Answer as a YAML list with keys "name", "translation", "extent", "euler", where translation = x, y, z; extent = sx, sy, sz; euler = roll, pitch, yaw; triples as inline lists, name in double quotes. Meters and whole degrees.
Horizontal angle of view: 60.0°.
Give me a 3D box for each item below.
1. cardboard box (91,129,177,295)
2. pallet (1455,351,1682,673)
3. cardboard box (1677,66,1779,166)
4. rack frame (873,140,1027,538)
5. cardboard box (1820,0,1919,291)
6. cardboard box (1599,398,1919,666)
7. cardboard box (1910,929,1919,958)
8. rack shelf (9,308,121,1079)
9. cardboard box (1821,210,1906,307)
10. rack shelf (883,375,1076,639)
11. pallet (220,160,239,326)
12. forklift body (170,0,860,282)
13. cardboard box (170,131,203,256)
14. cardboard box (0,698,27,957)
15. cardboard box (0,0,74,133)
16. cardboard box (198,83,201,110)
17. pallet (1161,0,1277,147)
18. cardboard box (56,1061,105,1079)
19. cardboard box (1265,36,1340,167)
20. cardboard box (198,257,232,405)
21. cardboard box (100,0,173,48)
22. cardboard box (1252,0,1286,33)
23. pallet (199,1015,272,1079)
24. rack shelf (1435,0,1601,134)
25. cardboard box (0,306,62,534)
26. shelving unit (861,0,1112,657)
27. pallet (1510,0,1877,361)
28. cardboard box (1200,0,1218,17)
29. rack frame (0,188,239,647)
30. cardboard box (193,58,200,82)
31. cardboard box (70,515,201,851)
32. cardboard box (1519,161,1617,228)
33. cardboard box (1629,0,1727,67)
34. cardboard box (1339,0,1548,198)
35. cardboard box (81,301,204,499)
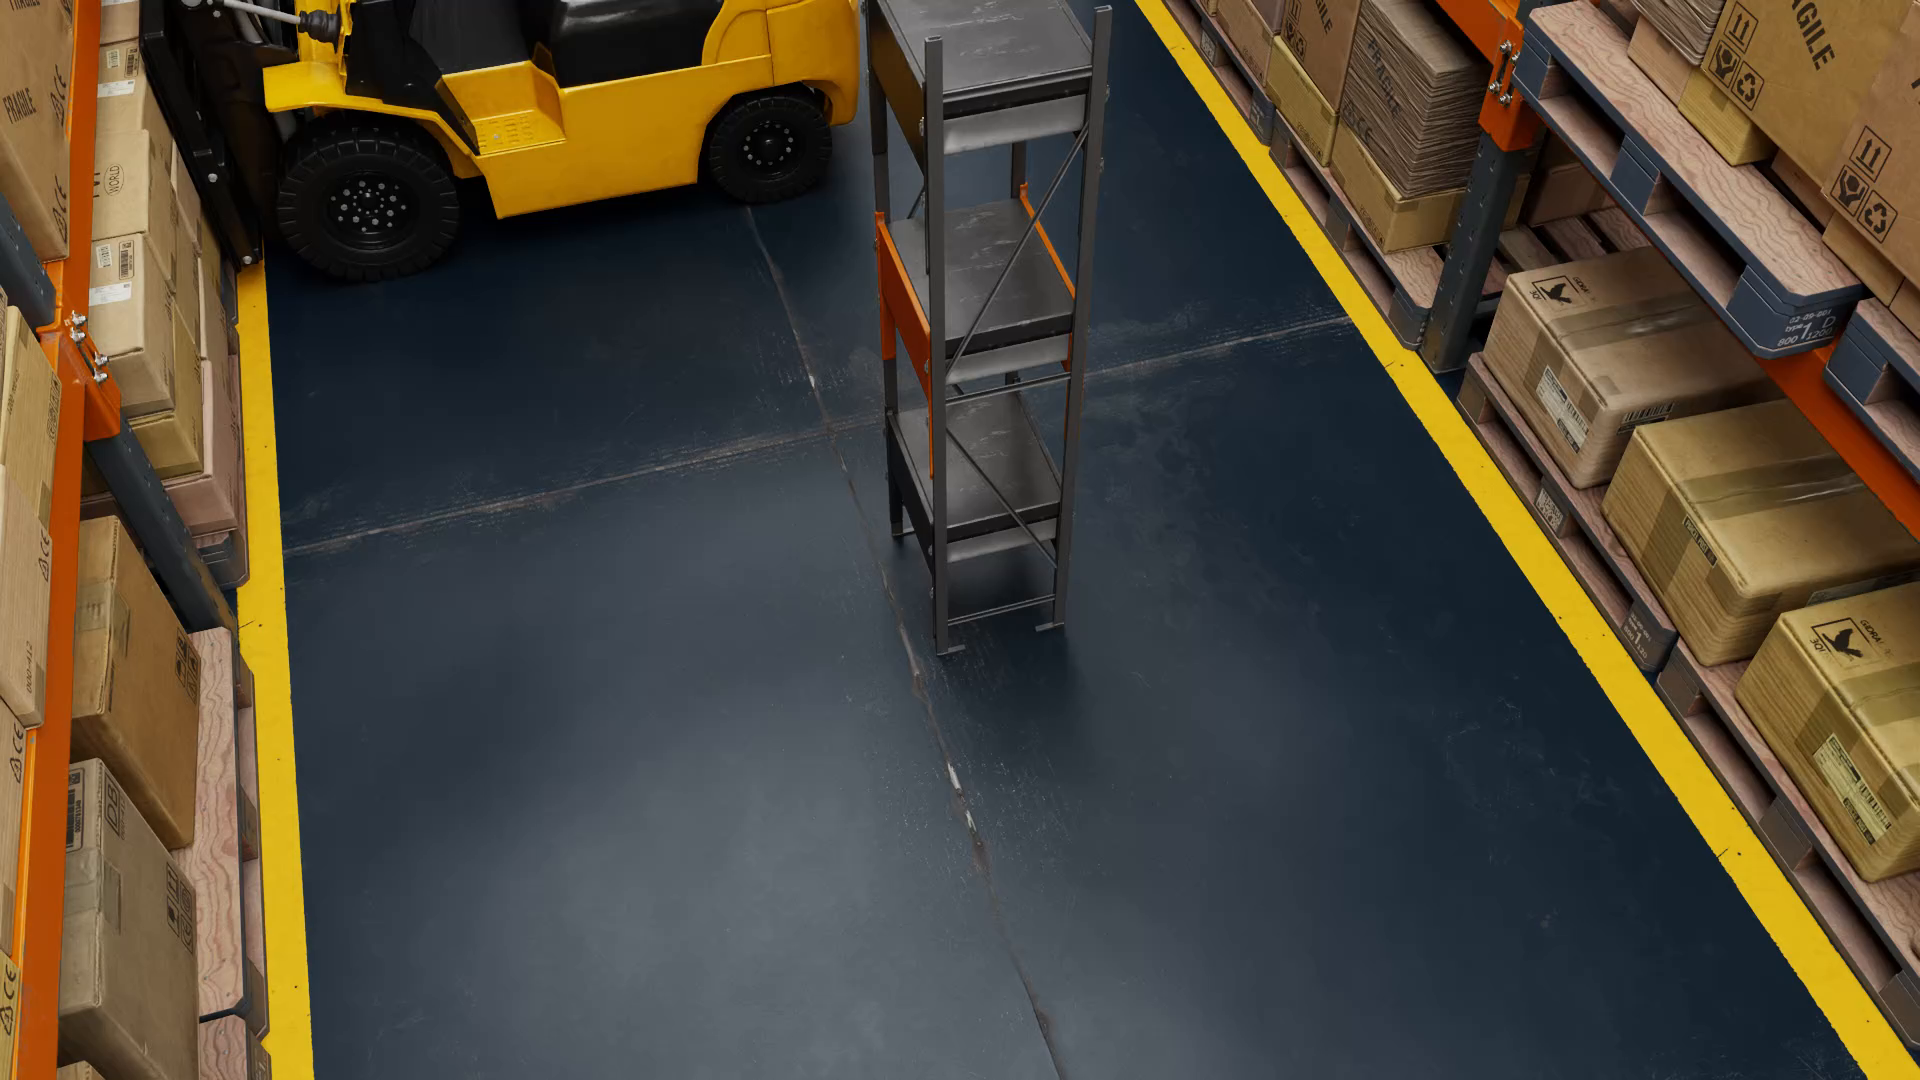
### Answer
- name: "cardboard box"
  translation: [-2.634, -0.934, 4.945]
  extent: [0.500, 0.250, 0.500]
  euler: [-13, 51, -11]
- name: "pallet"
  translation: [2.323, -0.220, 5.298]
  extent: [1.003, 0.211, 1.213]
  euler: [-13, 51, -11]
- name: "cardboard box"
  translation: [2.019, -1.082, 4.090]
  extent: [0.380, 0.149, 0.250]
  euler: [-12, 51, -10]
- name: "rack frame"
  translation: [-0.023, -0.734, 4.496]
  extent: [0.400, 2.100, 0.015]
  euler: [-13, 51, -11]
- name: "cardboard box"
  translation: [2.238, -0.814, 3.439]
  extent: [0.500, 0.500, 0.500]
  euler: [-14, 51, -11]
- name: "cardboard box"
  translation: [2.465, -0.069, 4.790]
  extent: [0.950, 0.372, 0.625]
  euler: [-10, 51, -9]
- name: "cardboard box"
  translation: [2.891, 0.994, 3.894]
  extent: [0.950, 0.372, 0.625]
  euler: [-14, 51, -12]
- name: "rack shelf"
  translation: [-2.057, 1.130, 2.806]
  extent: [1.077, 0.370, 4.000]
  euler: [-13, 51, -11]
- name: "cardboard box"
  translation: [2.212, -0.695, 3.764]
  extent: [0.380, 0.149, 0.250]
  euler: [-13, 51, -10]
- name: "rack shelf"
  translation: [0.049, -0.096, 4.891]
  extent: [0.431, 0.518, 0.480]
  euler: [-13, 51, -11]
- name: "pallet"
  translation: [-3.208, -1.147, 6.078]
  extent: [1.003, 0.211, 1.213]
  euler: [-13, 51, -11]
- name: "forklift body"
  translation: [-1.528, -2.238, 5.730]
  extent: [2.313, 2.155, 1.214]
  euler: [-13, 51, -11]
- name: "cardboard box"
  translation: [-2.785, -1.133, 5.440]
  extent: [0.500, 0.250, 0.500]
  euler: [-14, 51, -11]
- name: "cardboard box"
  translation: [-1.978, 0.530, 2.939]
  extent: [0.500, 0.250, 0.500]
  euler: [-13, 51, -11]
- name: "cardboard box"
  translation: [-2.700, -1.354, 4.365]
  extent: [0.500, 0.500, 0.500]
  euler: [-13, 51, -10]
- name: "cardboard box"
  translation: [-2.939, -1.354, 5.953]
  extent: [0.500, 0.250, 0.500]
  euler: [-12, 51, -10]
- name: "pallet"
  translation: [1.495, -2.164, 6.936]
  extent: [1.003, 0.211, 1.213]
  euler: [-13, 51, -11]
- name: "cardboard box"
  translation: [-2.037, 1.563, 3.249]
  extent: [0.875, 0.625, 0.625]
  euler: [-15, 52, -12]
- name: "cardboard box"
  translation: [1.493, -1.694, 6.240]
  extent: [0.500, 0.250, 0.500]
  euler: [-15, 51, -12]
- name: "cardboard box"
  translation: [-2.640, -0.607, 5.324]
  extent: [0.500, 0.250, 0.500]
  euler: [-14, 51, -12]
- name: "cardboard box"
  translation: [-2.940, -1.680, 5.574]
  extent: [0.500, 0.250, 0.500]
  euler: [-14, 51, -12]
- name: "cardboard box"
  translation: [1.356, -2.293, 6.255]
  extent: [0.500, 0.500, 0.500]
  euler: [-11, 51, -9]
- name: "pallet"
  translation: [-2.029, 1.758, 3.630]
  extent: [1.003, 0.211, 1.213]
  euler: [-13, 51, -11]
- name: "rack shelf"
  translation: [1.500, -2.916, 6.217]
  extent: [1.077, 0.370, 4.000]
  euler: [-13, 51, -11]
- name: "cardboard box"
  translation: [-2.250, -0.205, 3.559]
  extent: [0.500, 0.250, 0.500]
  euler: [-12, 51, -10]
- name: "shelving unit"
  translation: [0.049, -0.556, 4.345]
  extent: [0.431, 2.100, 0.503]
  euler: [-13, 51, -11]
- name: "pallet"
  translation: [2.179, -1.035, 4.286]
  extent: [1.003, 0.211, 1.213]
  euler: [-13, 51, -11]
- name: "cardboard box"
  translation: [1.200, -2.436, 6.866]
  extent: [0.500, 0.250, 0.500]
  euler: [-10, 51, -9]
- name: "rack frame"
  translation: [-2.649, -0.562, 3.762]
  extent: [1.000, 3.000, 0.127]
  euler: [-13, 51, -11]
- name: "cardboard box"
  translation: [-3.078, -1.868, 6.060]
  extent: [0.500, 0.250, 0.500]
  euler: [-14, 51, -12]
- name: "cardboard box"
  translation: [-2.484, 0.446, 4.190]
  extent: [0.875, 0.625, 0.625]
  euler: [-11, 51, -9]
- name: "cardboard box"
  translation: [2.175, -1.428, 6.016]
  extent: [0.500, 0.250, 0.500]
  euler: [-15, 52, -13]
- name: "cardboard box"
  translation: [1.957, -1.544, 4.055]
  extent: [0.500, 0.500, 0.500]
  euler: [-12, 51, -10]
- name: "cardboard box"
  translation: [1.660, -1.550, 5.628]
  extent: [0.500, 0.500, 0.500]
  euler: [-14, 51, -11]
- name: "cardboard box"
  translation: [-2.497, -0.396, 4.818]
  extent: [0.500, 0.250, 0.500]
  euler: [-14, 51, -11]
